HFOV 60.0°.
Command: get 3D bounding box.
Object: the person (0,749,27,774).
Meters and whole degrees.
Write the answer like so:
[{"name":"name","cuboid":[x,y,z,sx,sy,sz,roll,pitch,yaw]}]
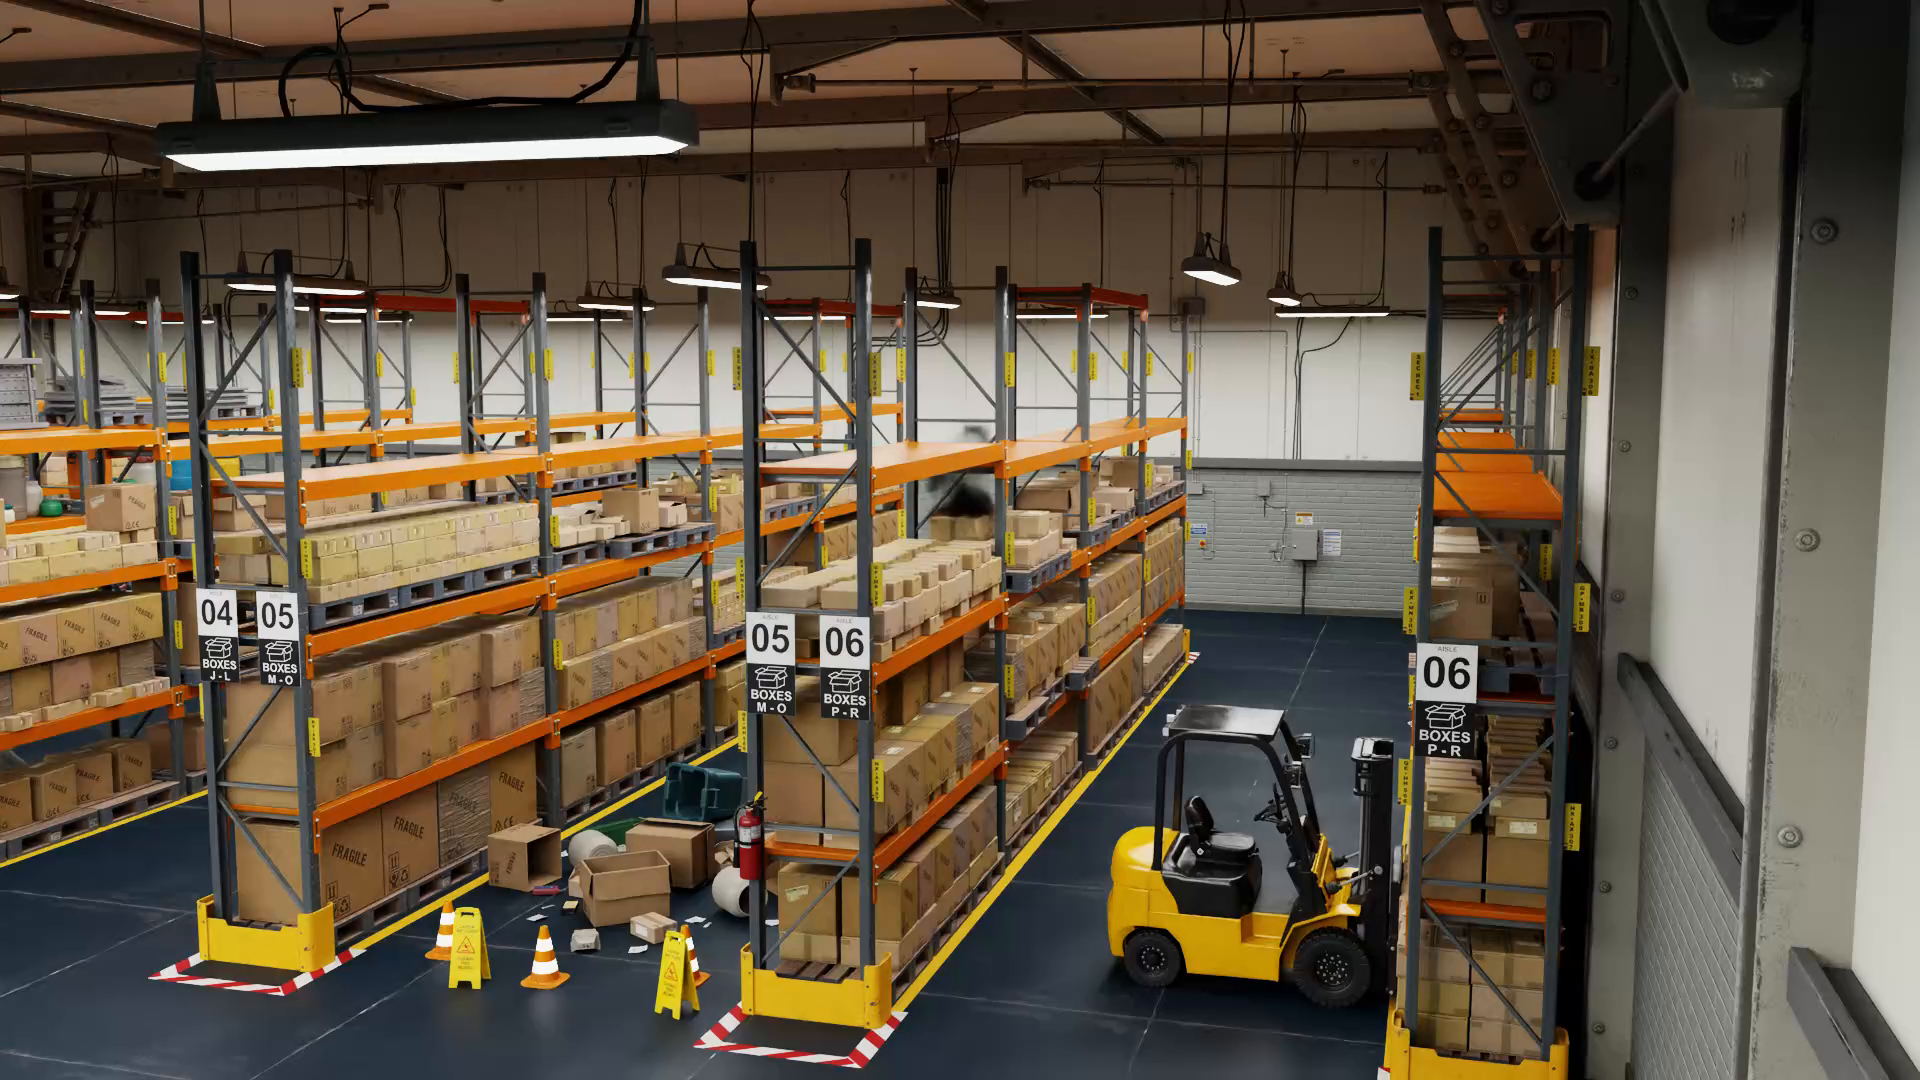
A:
[{"name":"person","cuboid":[-11.292,2.135,19.519,0.608,1.665,0.880,2,7,14]}]
